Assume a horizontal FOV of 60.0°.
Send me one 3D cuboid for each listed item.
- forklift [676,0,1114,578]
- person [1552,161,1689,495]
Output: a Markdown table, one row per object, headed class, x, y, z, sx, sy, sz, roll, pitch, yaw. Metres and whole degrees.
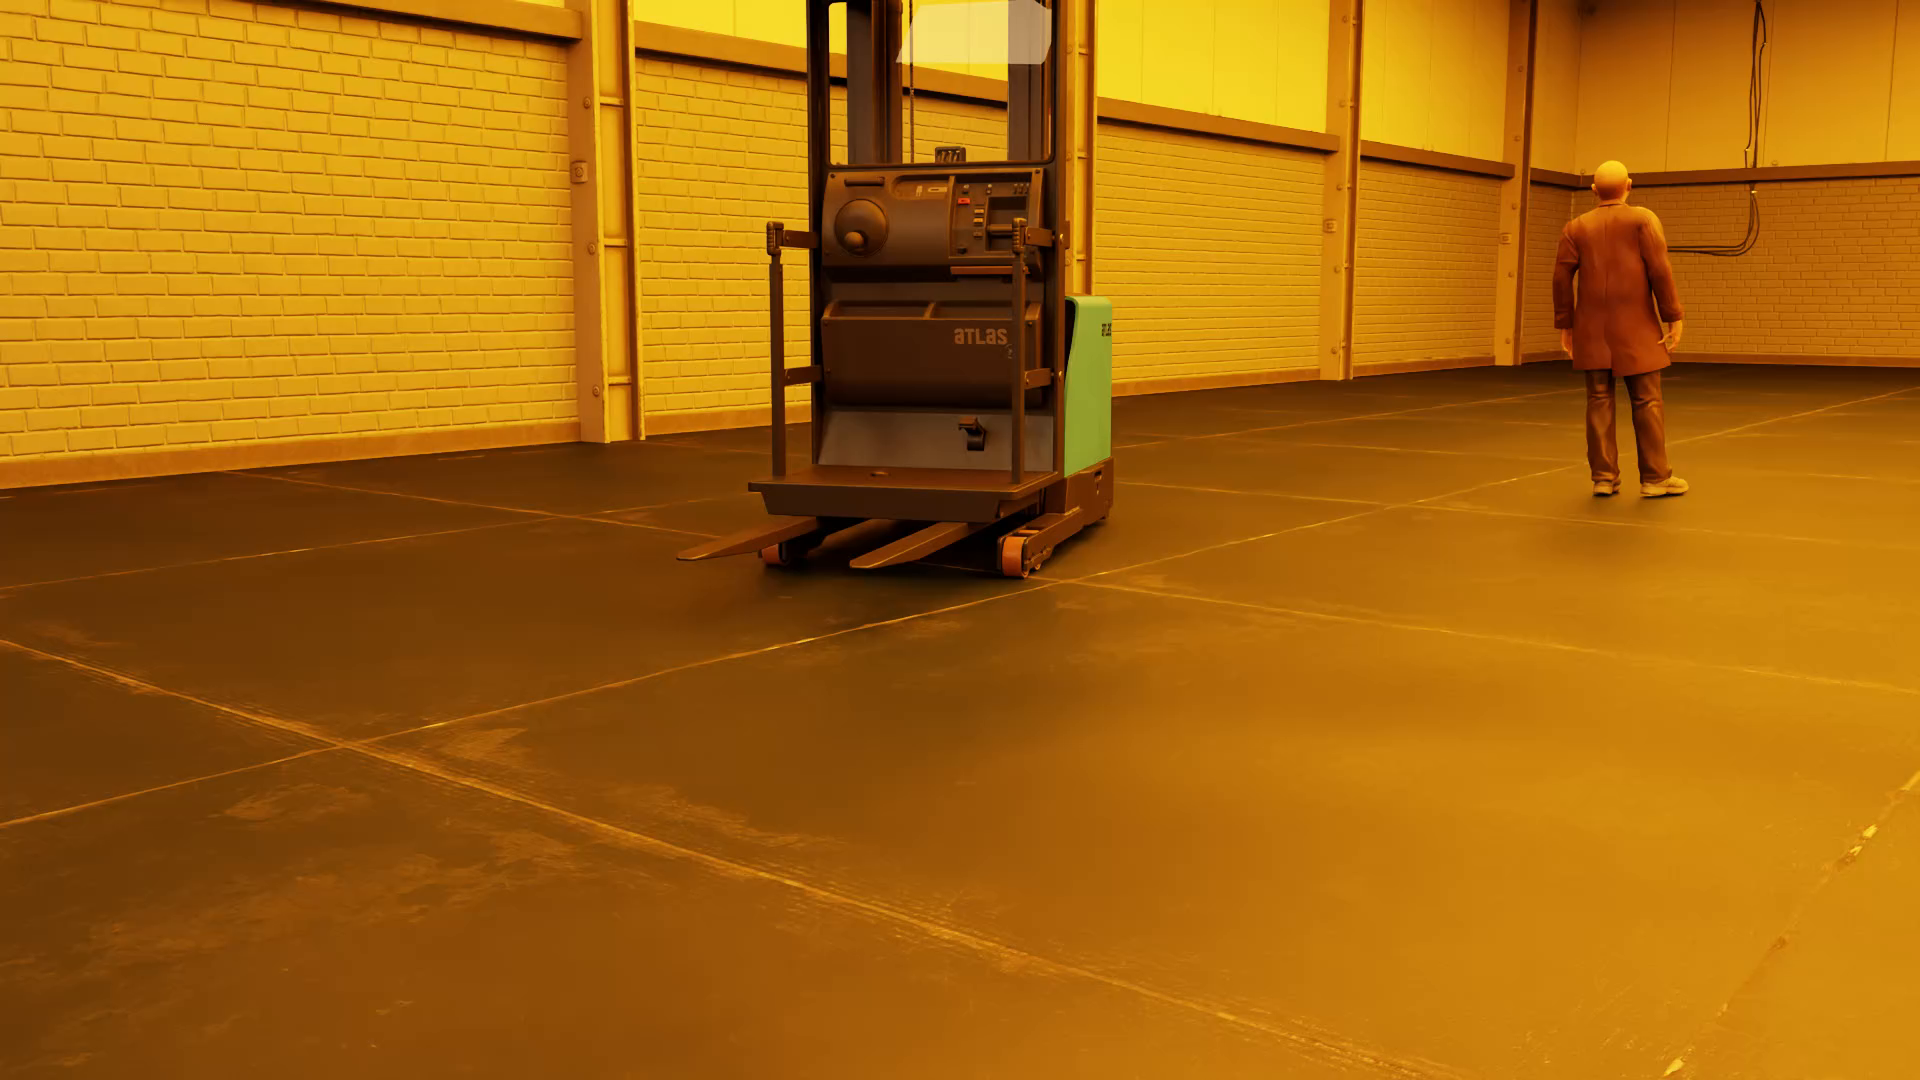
| class | x | y | z | sx | sy | sz | roll | pitch | yaw |
| --- | --- | --- | --- | --- | --- | --- | --- | --- | --- |
| forklift | -0.176 | -1.366 | 6.616 | 1.130 | 2.935 | 3.031 | 3 | 9 | 17 |
| person | 3.589 | -1.141 | 9.014 | 0.695 | 1.775 | 0.582 | 7 | 11 | 41 |
